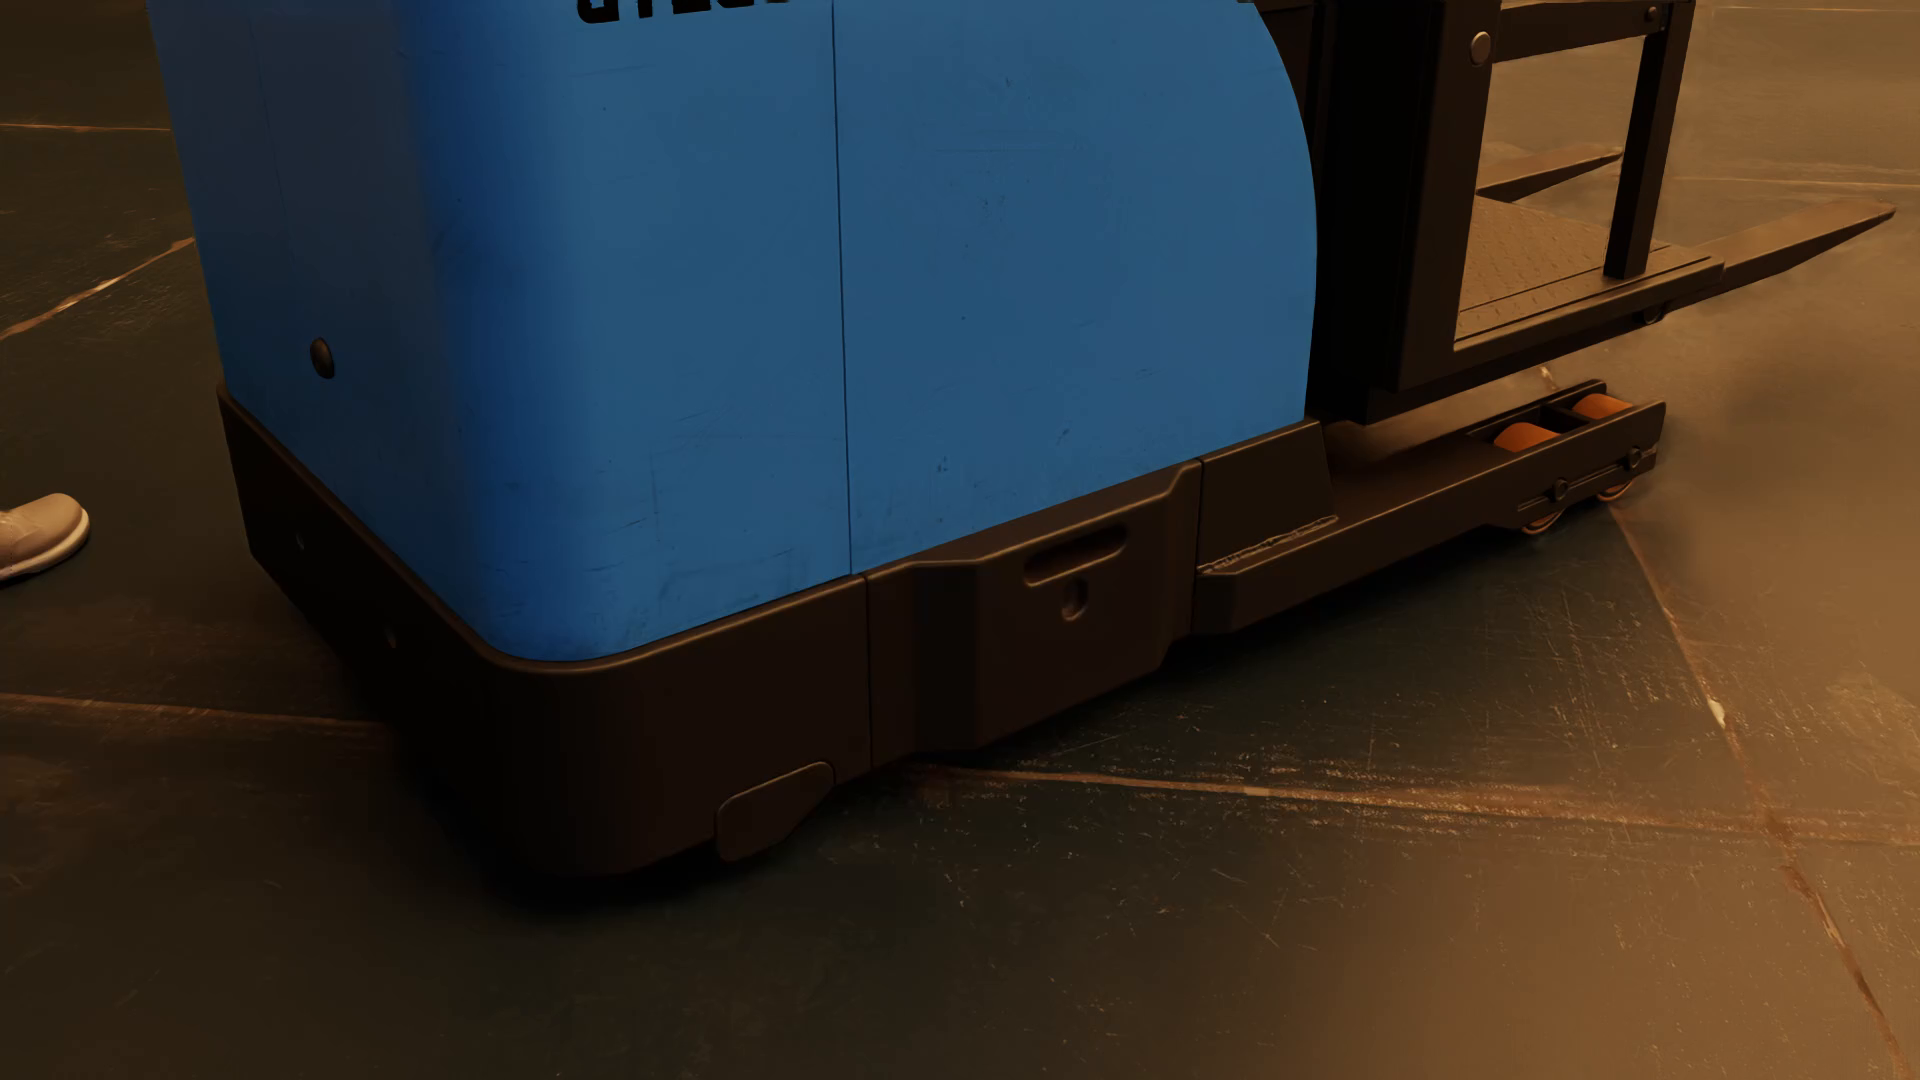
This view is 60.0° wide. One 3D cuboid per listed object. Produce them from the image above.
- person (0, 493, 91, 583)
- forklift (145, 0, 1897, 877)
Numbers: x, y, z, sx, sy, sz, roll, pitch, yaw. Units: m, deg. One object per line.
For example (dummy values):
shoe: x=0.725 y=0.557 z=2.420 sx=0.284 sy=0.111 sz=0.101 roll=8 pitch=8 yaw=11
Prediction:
person: x=-1.613 y=-0.716 z=1.948 sx=0.664 sy=1.773 sz=0.497 roll=2 pitch=27 yaw=4
forklift: x=0.482 y=-1.488 z=2.199 sx=3.031 sy=2.935 sz=1.130 roll=-19 pitch=32 yaw=-33
